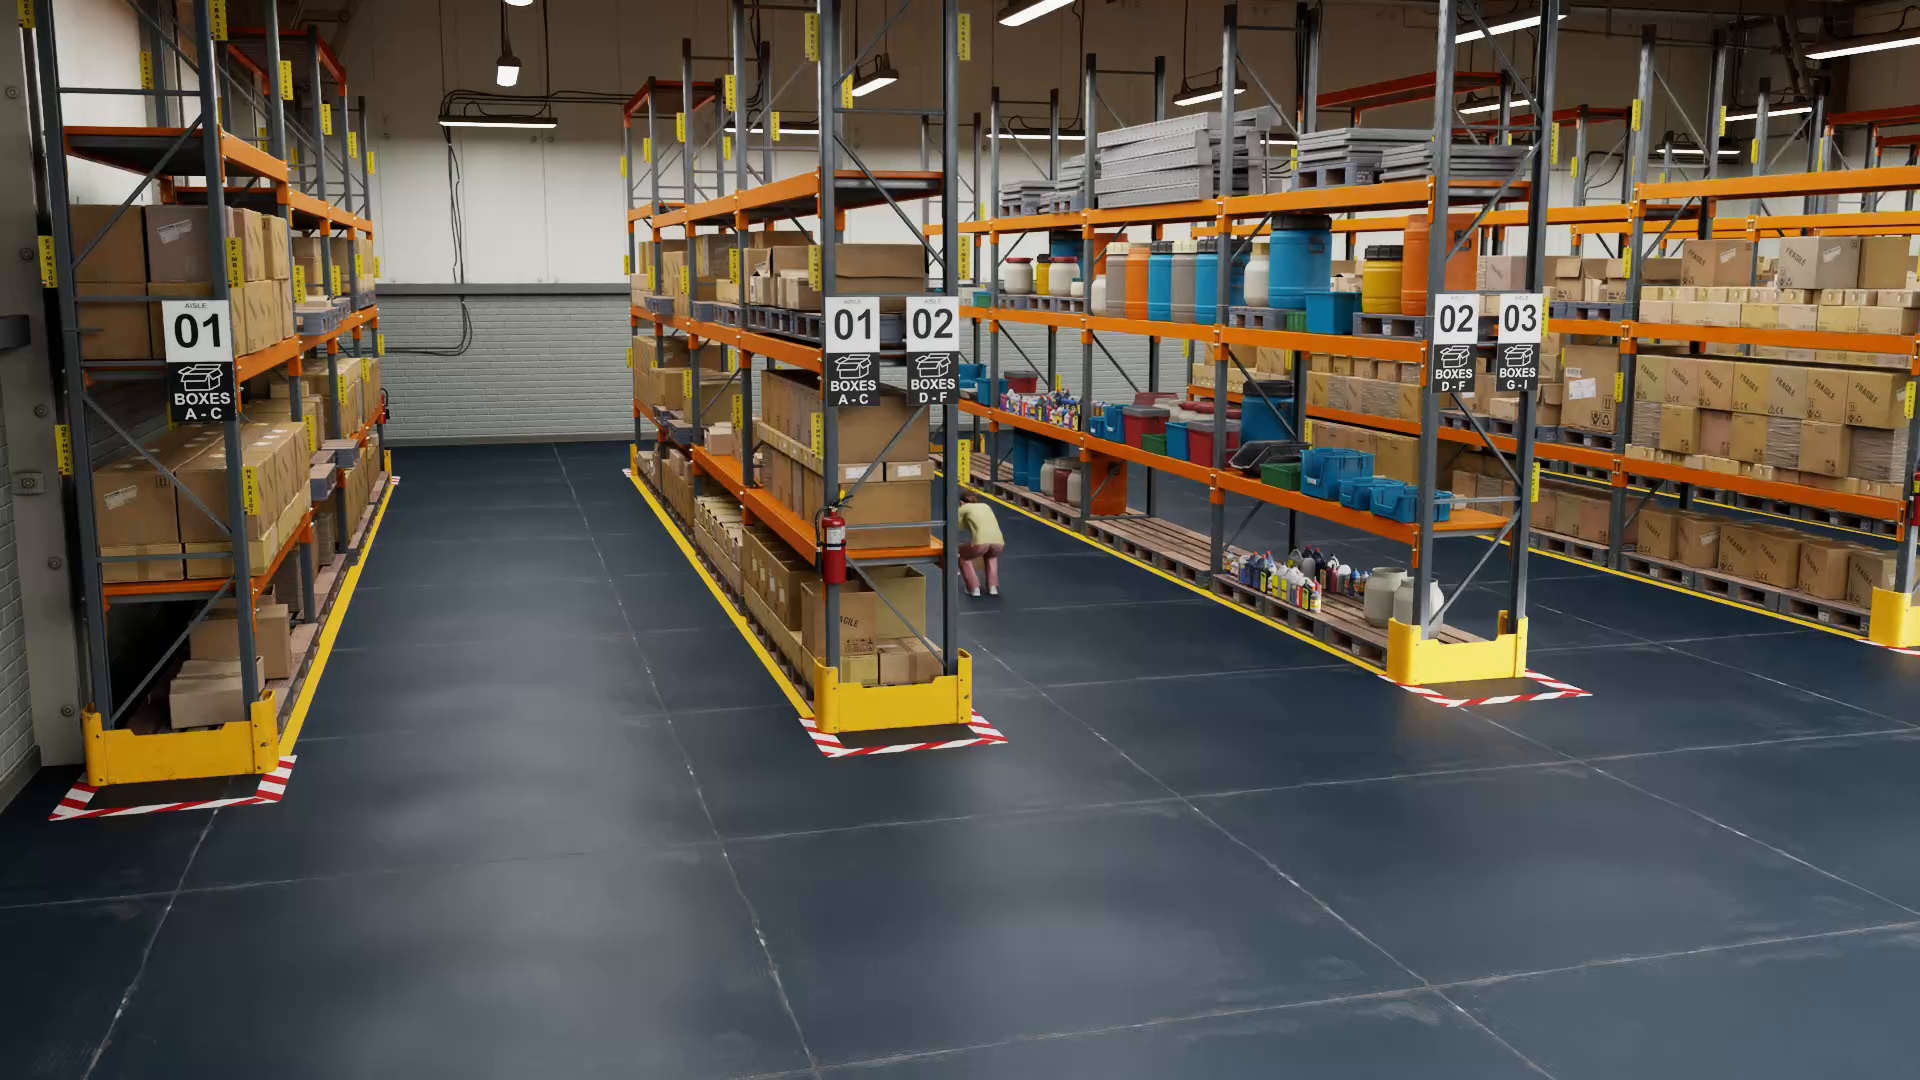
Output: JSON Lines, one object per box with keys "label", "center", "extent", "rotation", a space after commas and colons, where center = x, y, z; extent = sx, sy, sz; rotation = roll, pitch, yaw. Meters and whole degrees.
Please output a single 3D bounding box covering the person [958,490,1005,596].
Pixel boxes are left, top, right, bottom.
{"label": "person", "center": [0.177, 0.032, 17.567], "extent": [0.494, 1.069, 0.758], "rotation": [-3, 10, -16]}
